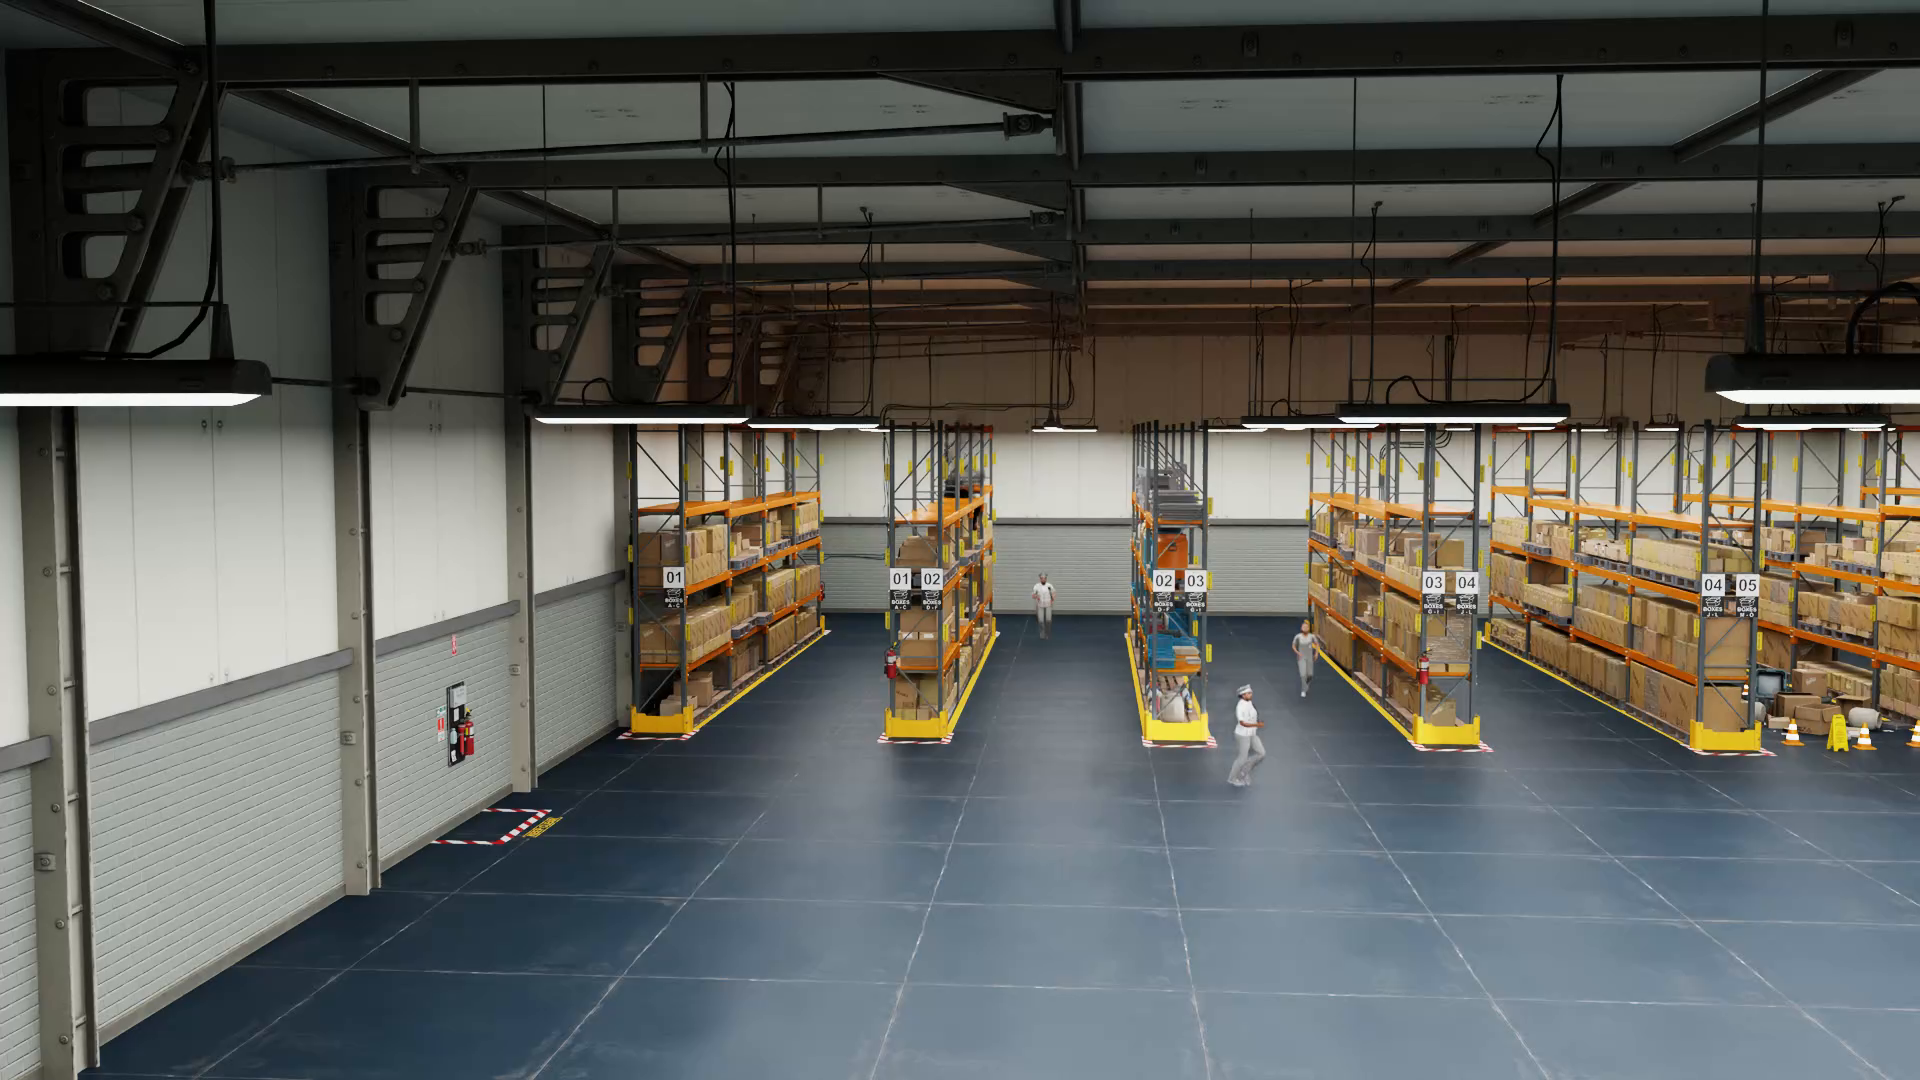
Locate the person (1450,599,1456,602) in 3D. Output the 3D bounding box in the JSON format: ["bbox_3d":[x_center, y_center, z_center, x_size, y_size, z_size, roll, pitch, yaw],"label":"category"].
[{"bbox_3d":[13.362,2.019,44.737,0.715,1.746,0.783,1,4,11],"label":"person"}]

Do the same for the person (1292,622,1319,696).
[{"bbox_3d":[7.575,2.606,36.463,0.596,1.630,0.588,0,4,2],"label":"person"}]

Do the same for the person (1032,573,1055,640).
[{"bbox_3d":[2.242,1.782,44.257,0.650,1.819,0.602,0,4,-3],"label":"person"}]

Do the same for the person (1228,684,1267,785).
[{"bbox_3d":[4.682,3.165,27.004,0.649,1.671,0.549,2,4,34],"label":"person"}]
